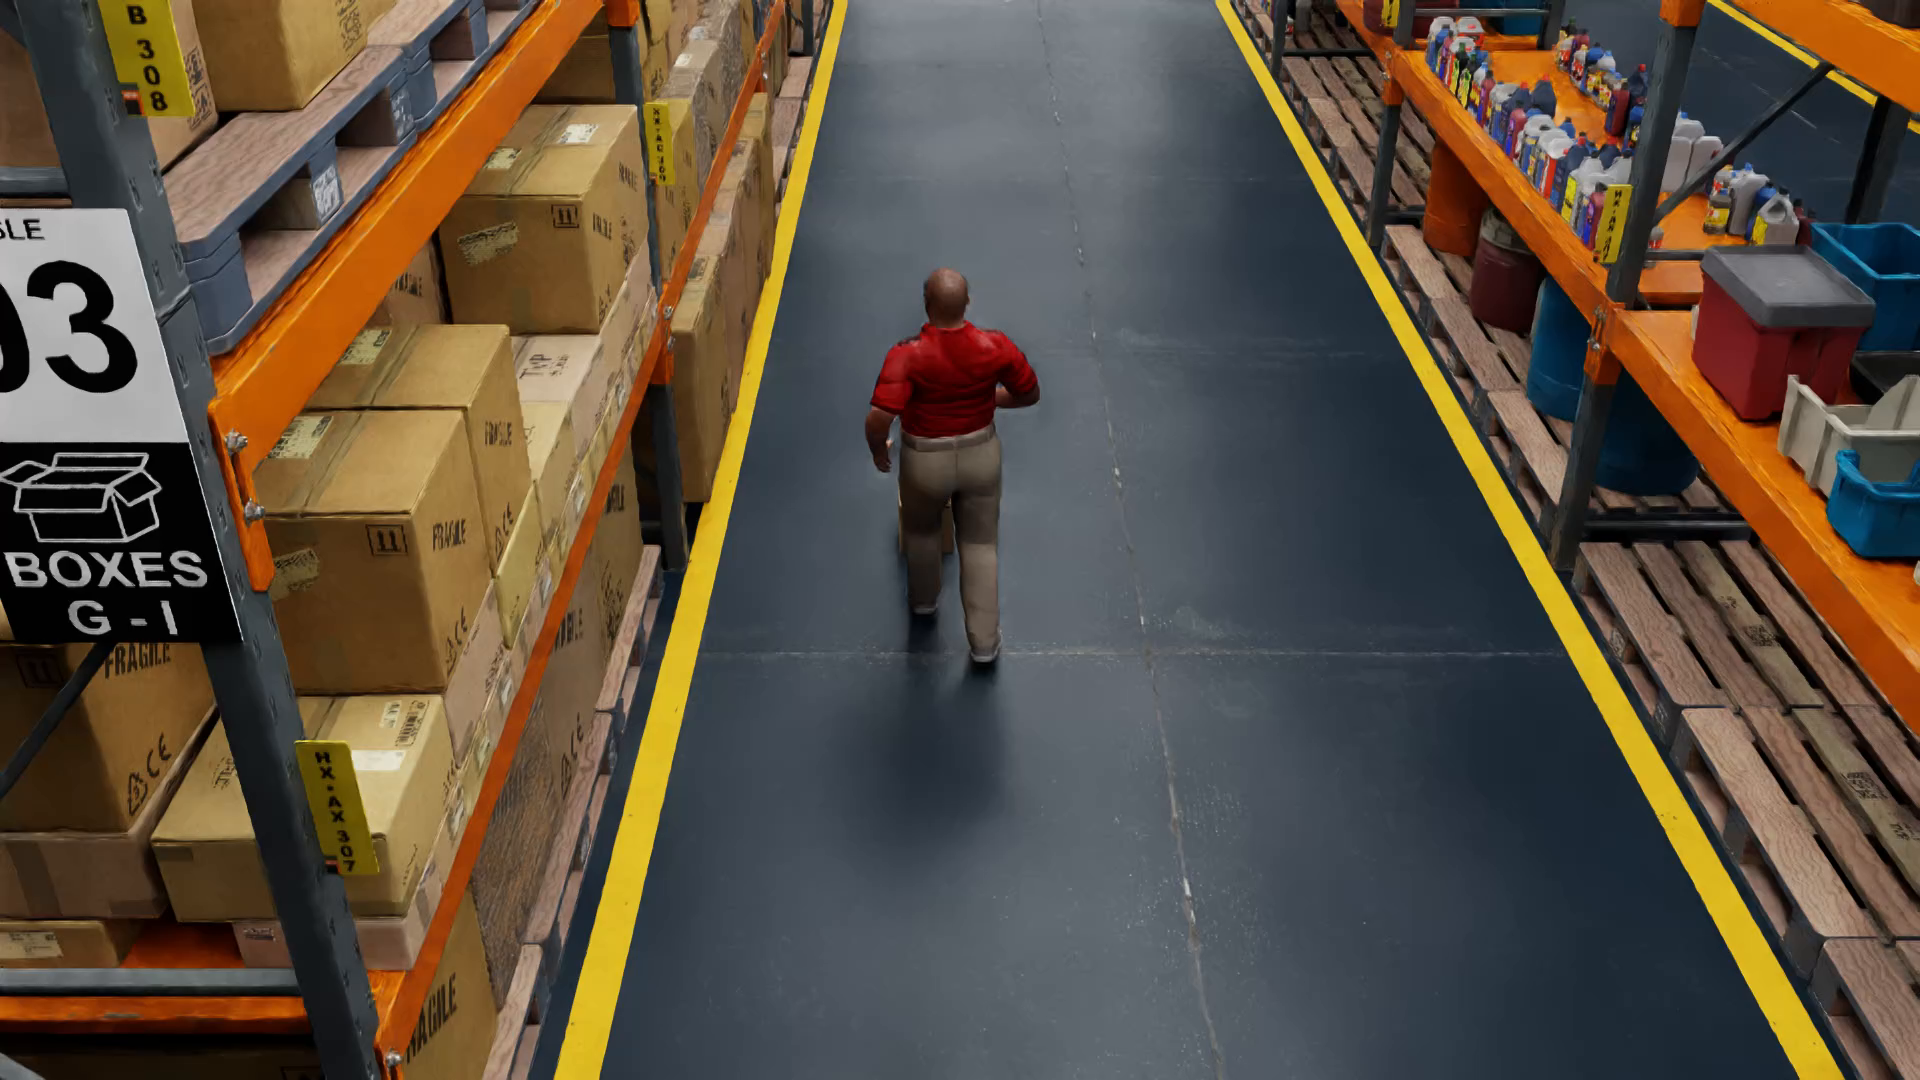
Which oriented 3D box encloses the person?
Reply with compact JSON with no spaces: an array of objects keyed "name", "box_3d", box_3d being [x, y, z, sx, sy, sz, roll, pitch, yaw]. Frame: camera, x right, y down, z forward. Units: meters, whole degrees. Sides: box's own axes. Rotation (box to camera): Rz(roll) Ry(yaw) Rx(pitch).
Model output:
[{"name":"person","box_3d":[-0.069,-0.355,6.736,0.710,1.726,0.750,-6,32,-10]}]
